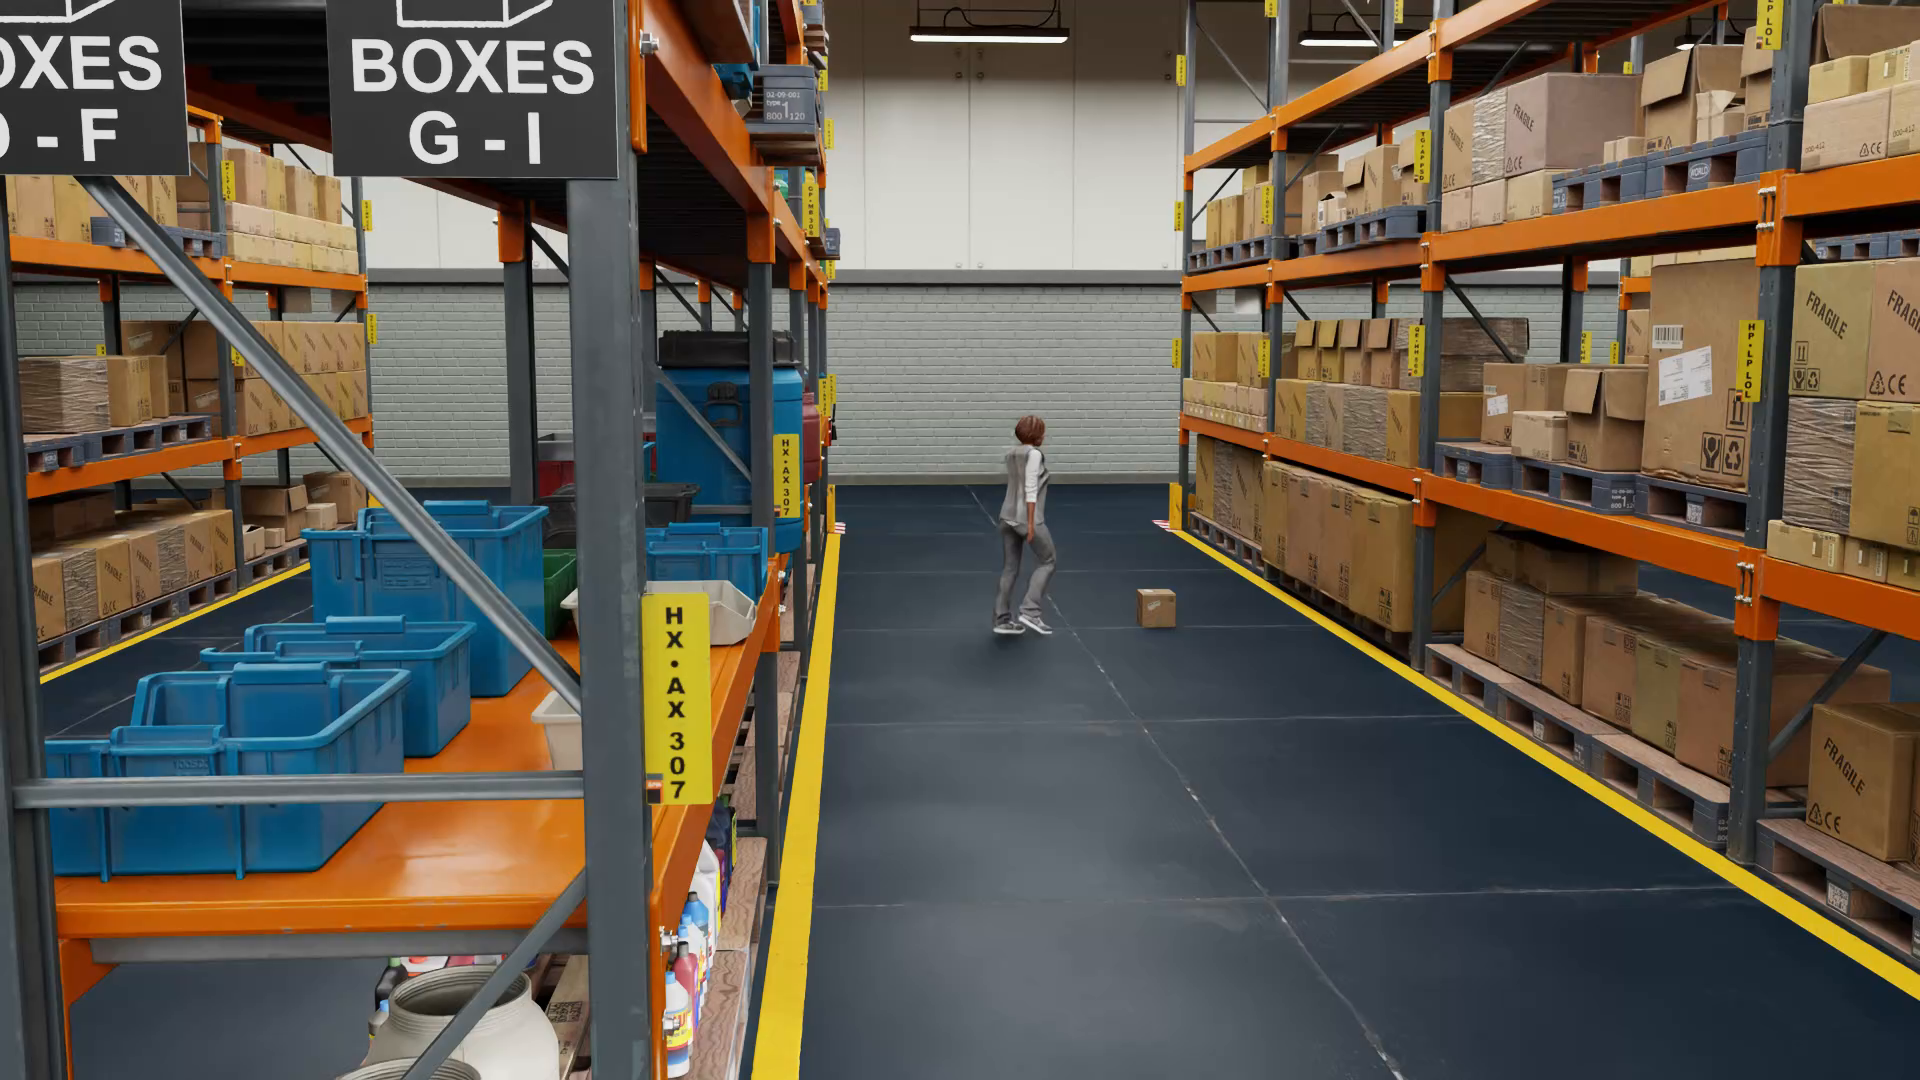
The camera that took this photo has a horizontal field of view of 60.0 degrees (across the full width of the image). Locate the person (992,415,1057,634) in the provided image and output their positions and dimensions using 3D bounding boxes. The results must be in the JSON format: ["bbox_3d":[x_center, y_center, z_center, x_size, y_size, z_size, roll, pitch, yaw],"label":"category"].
[{"bbox_3d":[0.436,-0.108,12.042,0.492,1.581,0.424,-5,9,-37],"label":"person"}]
